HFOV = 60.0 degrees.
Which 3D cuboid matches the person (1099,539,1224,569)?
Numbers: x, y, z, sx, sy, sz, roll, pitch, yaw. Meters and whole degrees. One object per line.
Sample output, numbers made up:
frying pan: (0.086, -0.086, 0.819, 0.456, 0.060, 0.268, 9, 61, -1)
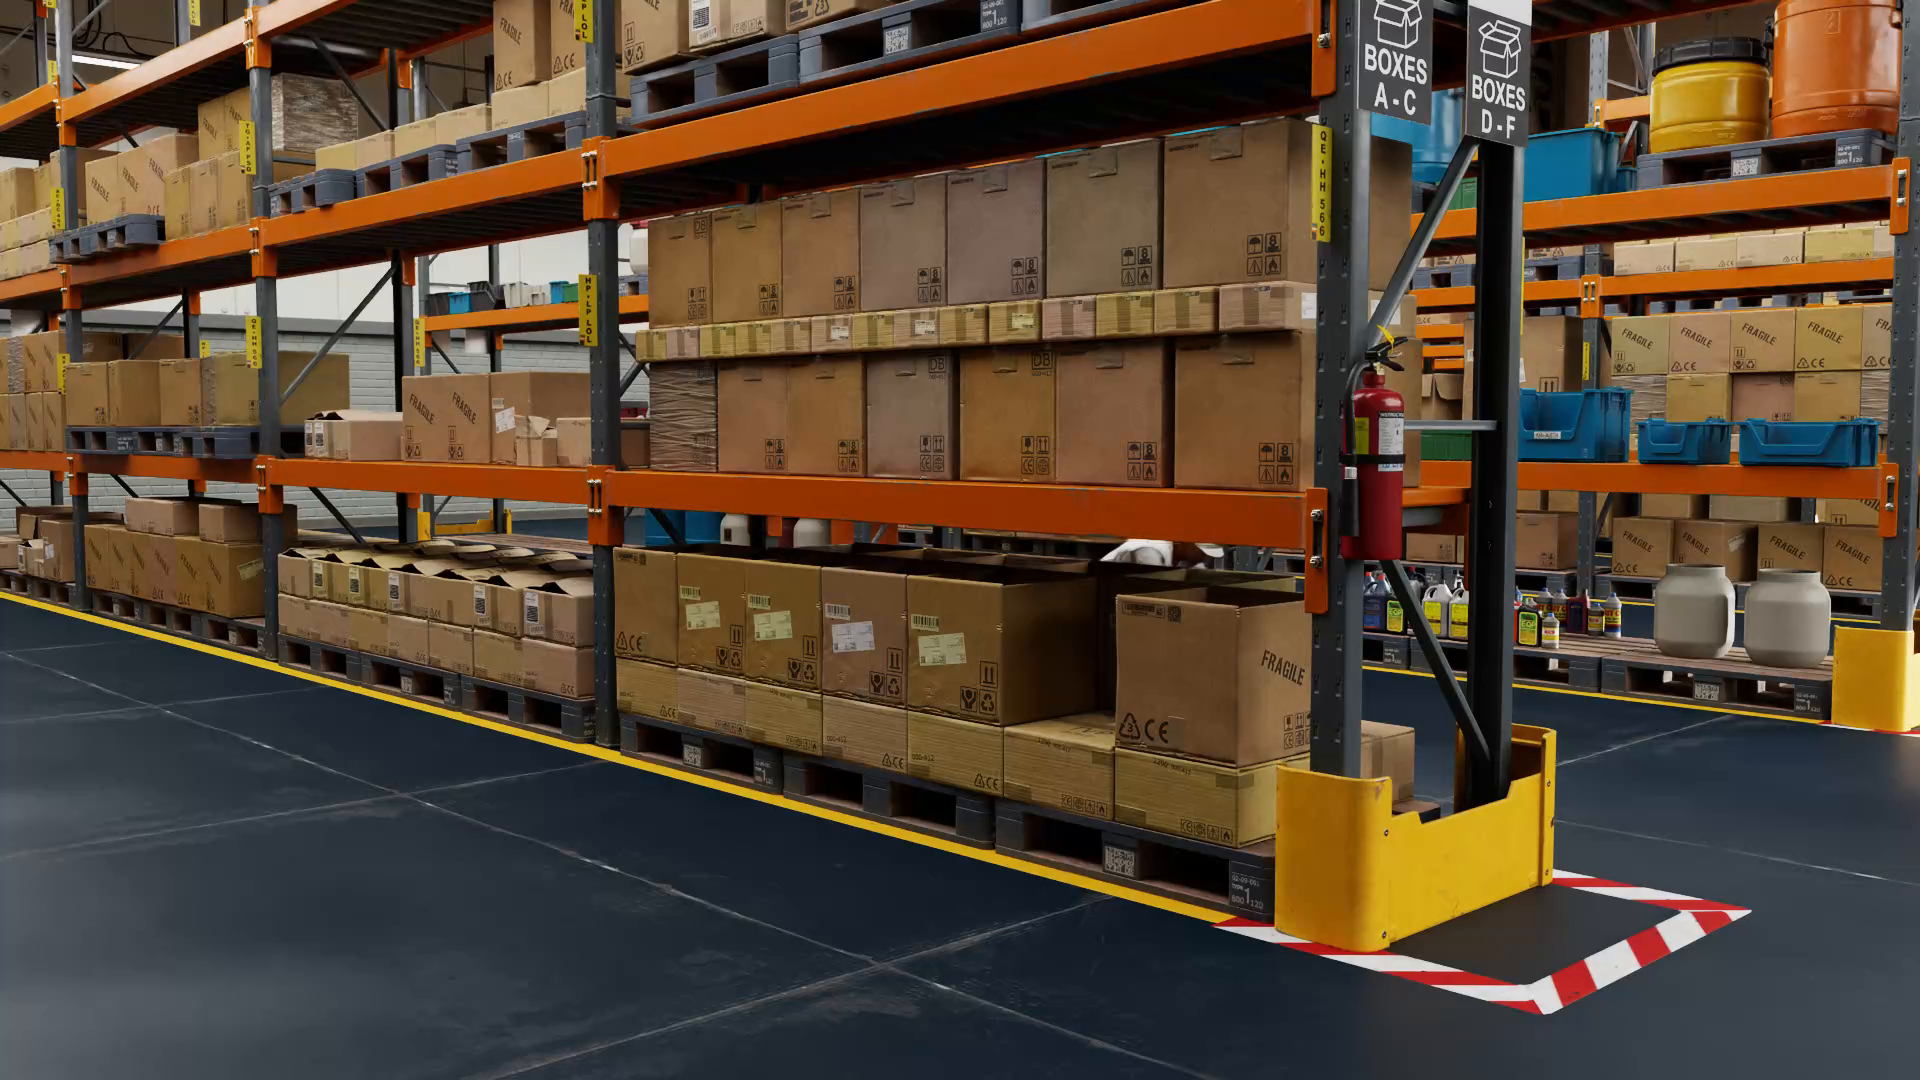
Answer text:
person: (1.092, 0.361, 9.302, 0.572, 1.038, 0.903, -4, 5, -44)
